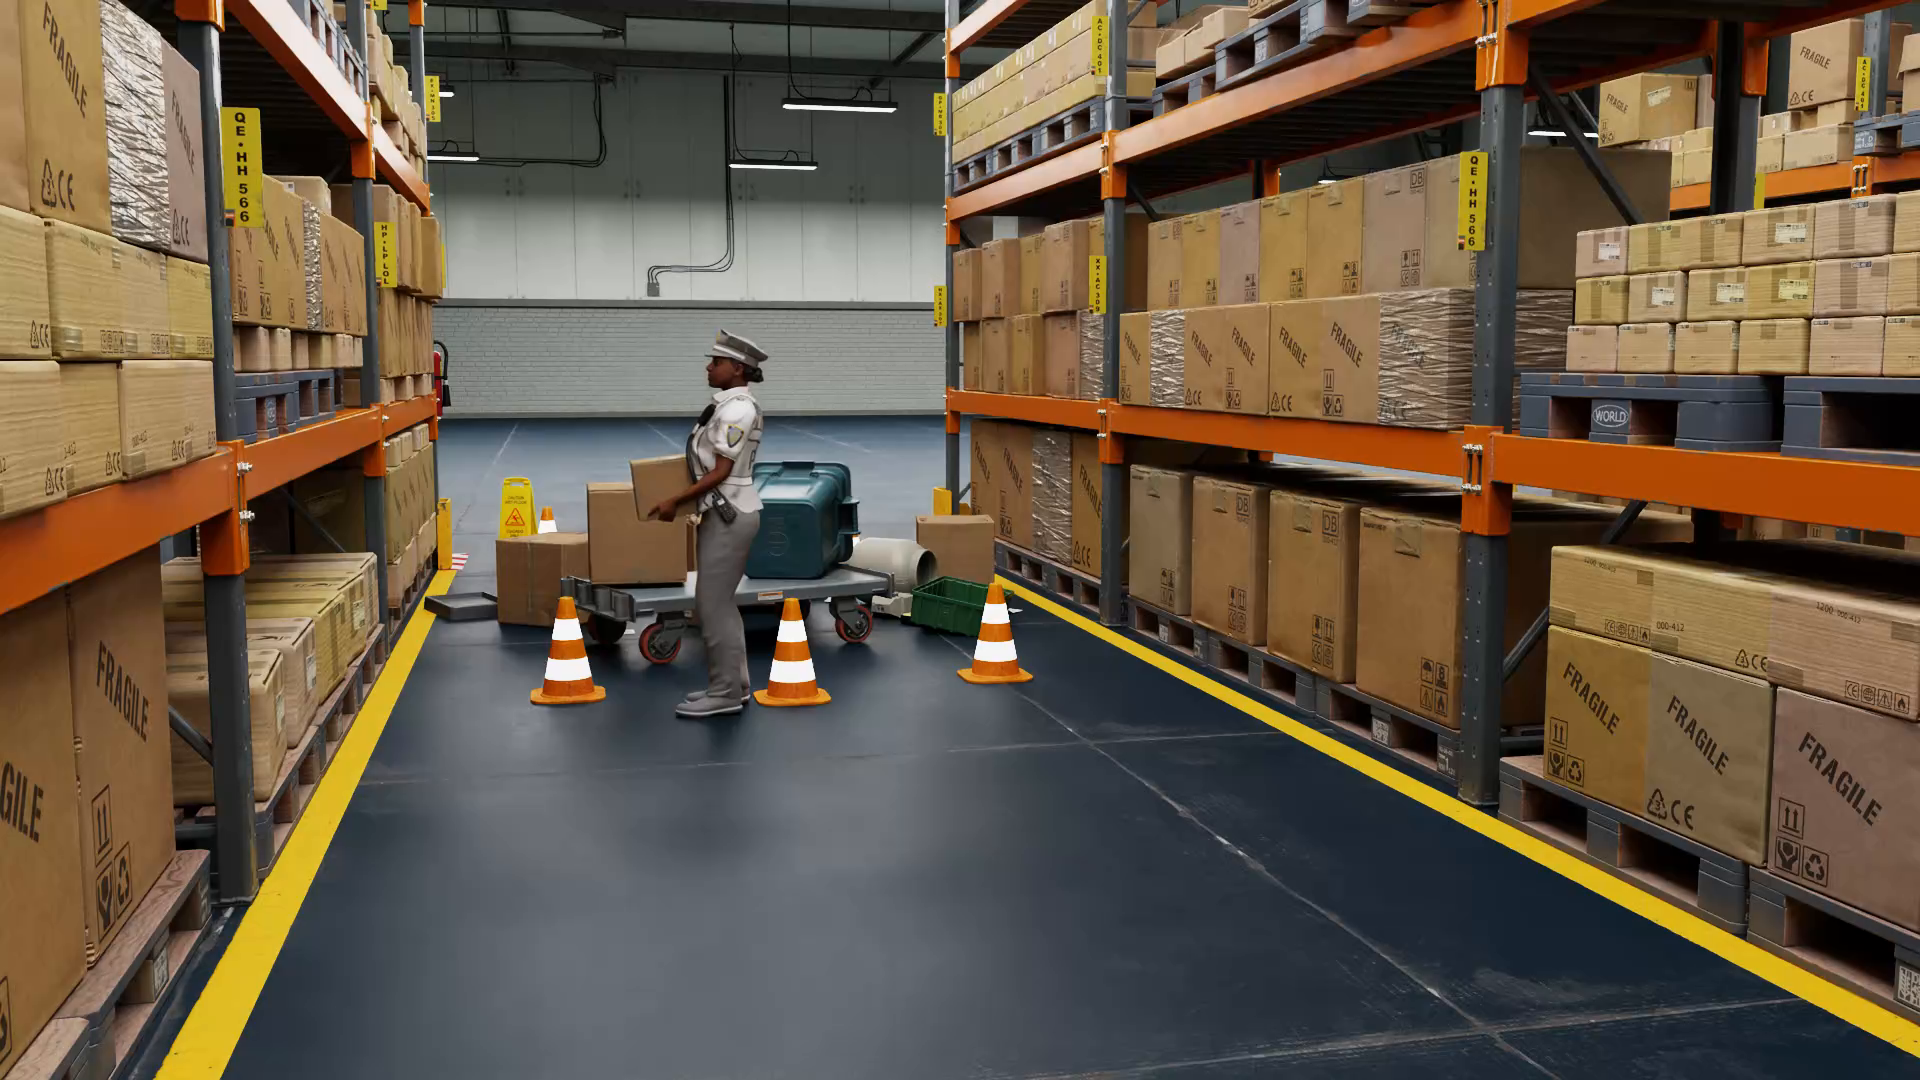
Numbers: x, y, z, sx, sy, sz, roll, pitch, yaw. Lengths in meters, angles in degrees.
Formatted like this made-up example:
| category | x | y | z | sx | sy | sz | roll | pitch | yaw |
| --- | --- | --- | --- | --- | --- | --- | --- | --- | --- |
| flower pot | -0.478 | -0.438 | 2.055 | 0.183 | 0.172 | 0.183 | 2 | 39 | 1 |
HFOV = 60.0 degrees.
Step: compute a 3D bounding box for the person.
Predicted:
| category | x | y | z | sx | sy | sz | roll | pitch | yaw |
| --- | --- | --- | --- | --- | --- | --- | --- | --- | --- |
| person | -1.105 | -0.081 | 7.306 | 0.534 | 1.688 | 0.450 | -1 | 6 | -13 |
